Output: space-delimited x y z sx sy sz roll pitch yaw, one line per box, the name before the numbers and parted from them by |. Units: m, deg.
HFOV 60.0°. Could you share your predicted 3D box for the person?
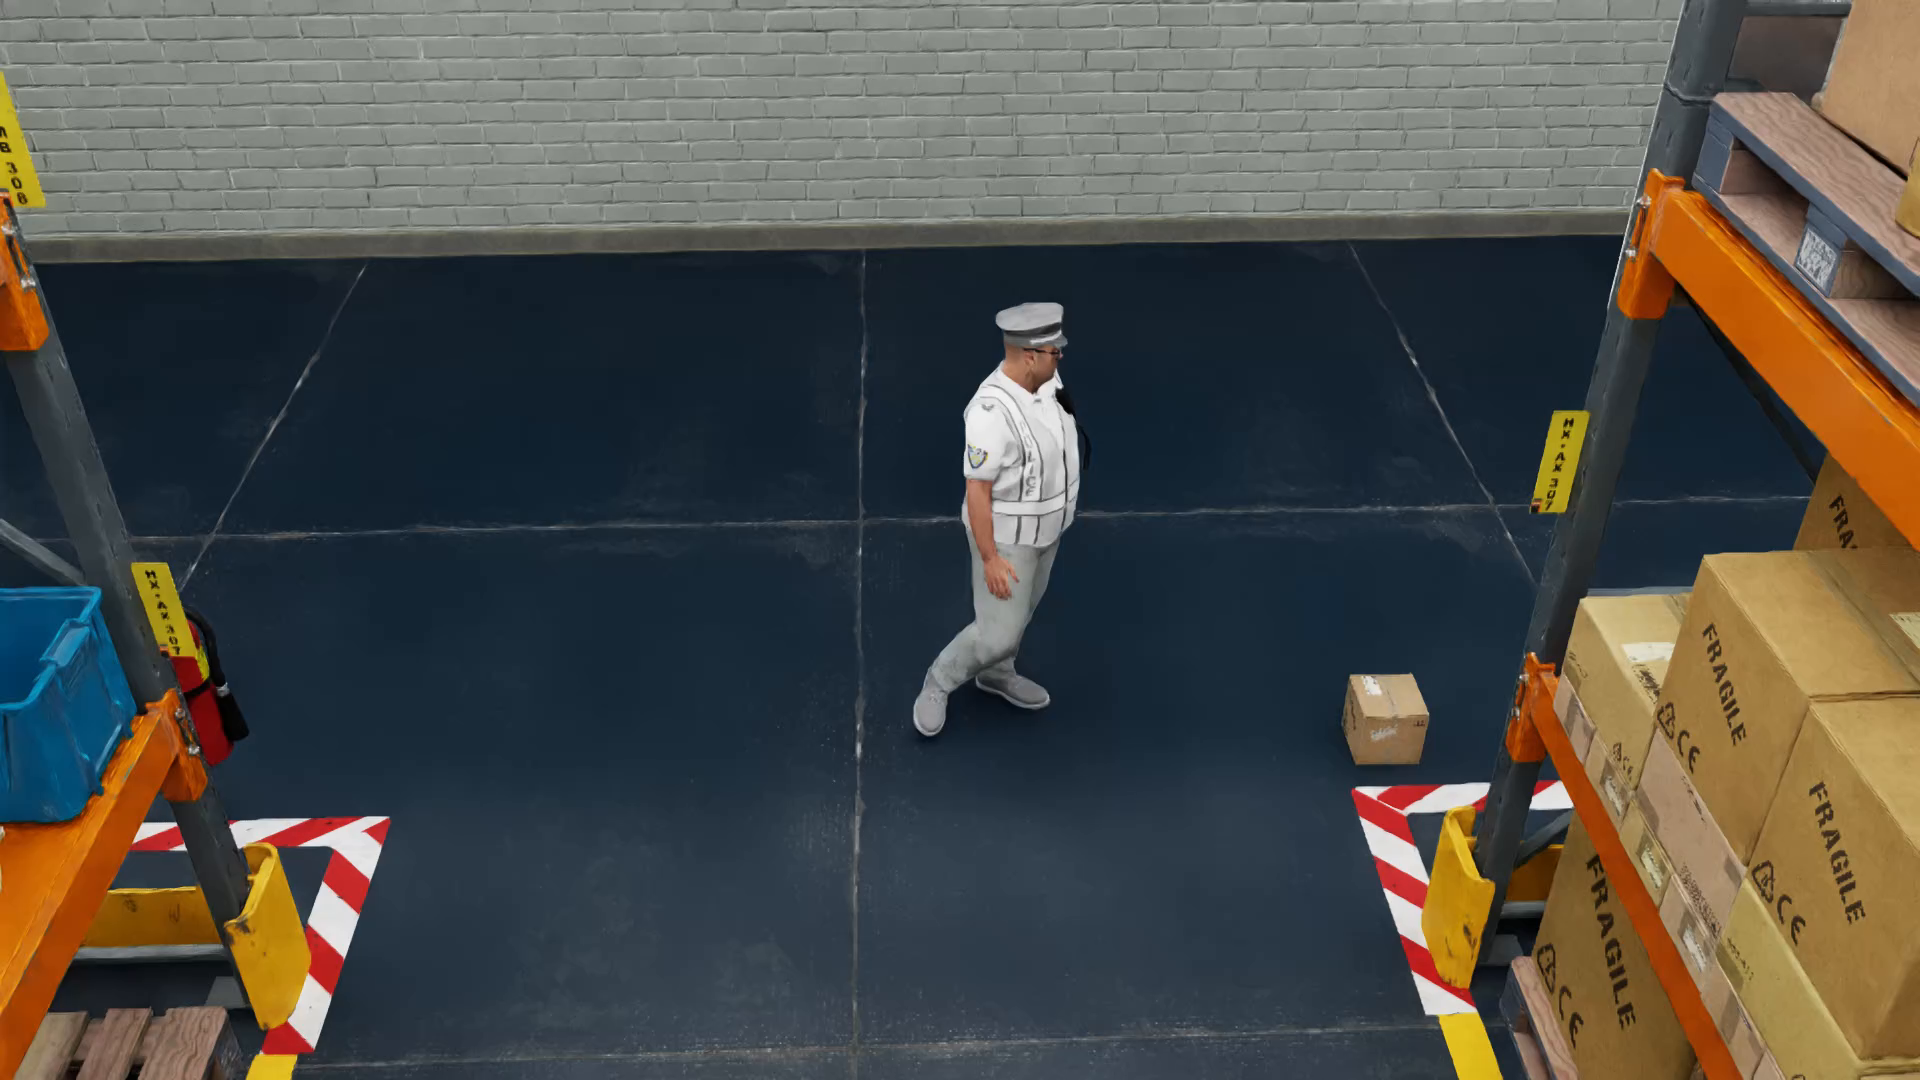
person | 0.145 -0.049 6.183 0.498 1.739 0.721 21 40 28
